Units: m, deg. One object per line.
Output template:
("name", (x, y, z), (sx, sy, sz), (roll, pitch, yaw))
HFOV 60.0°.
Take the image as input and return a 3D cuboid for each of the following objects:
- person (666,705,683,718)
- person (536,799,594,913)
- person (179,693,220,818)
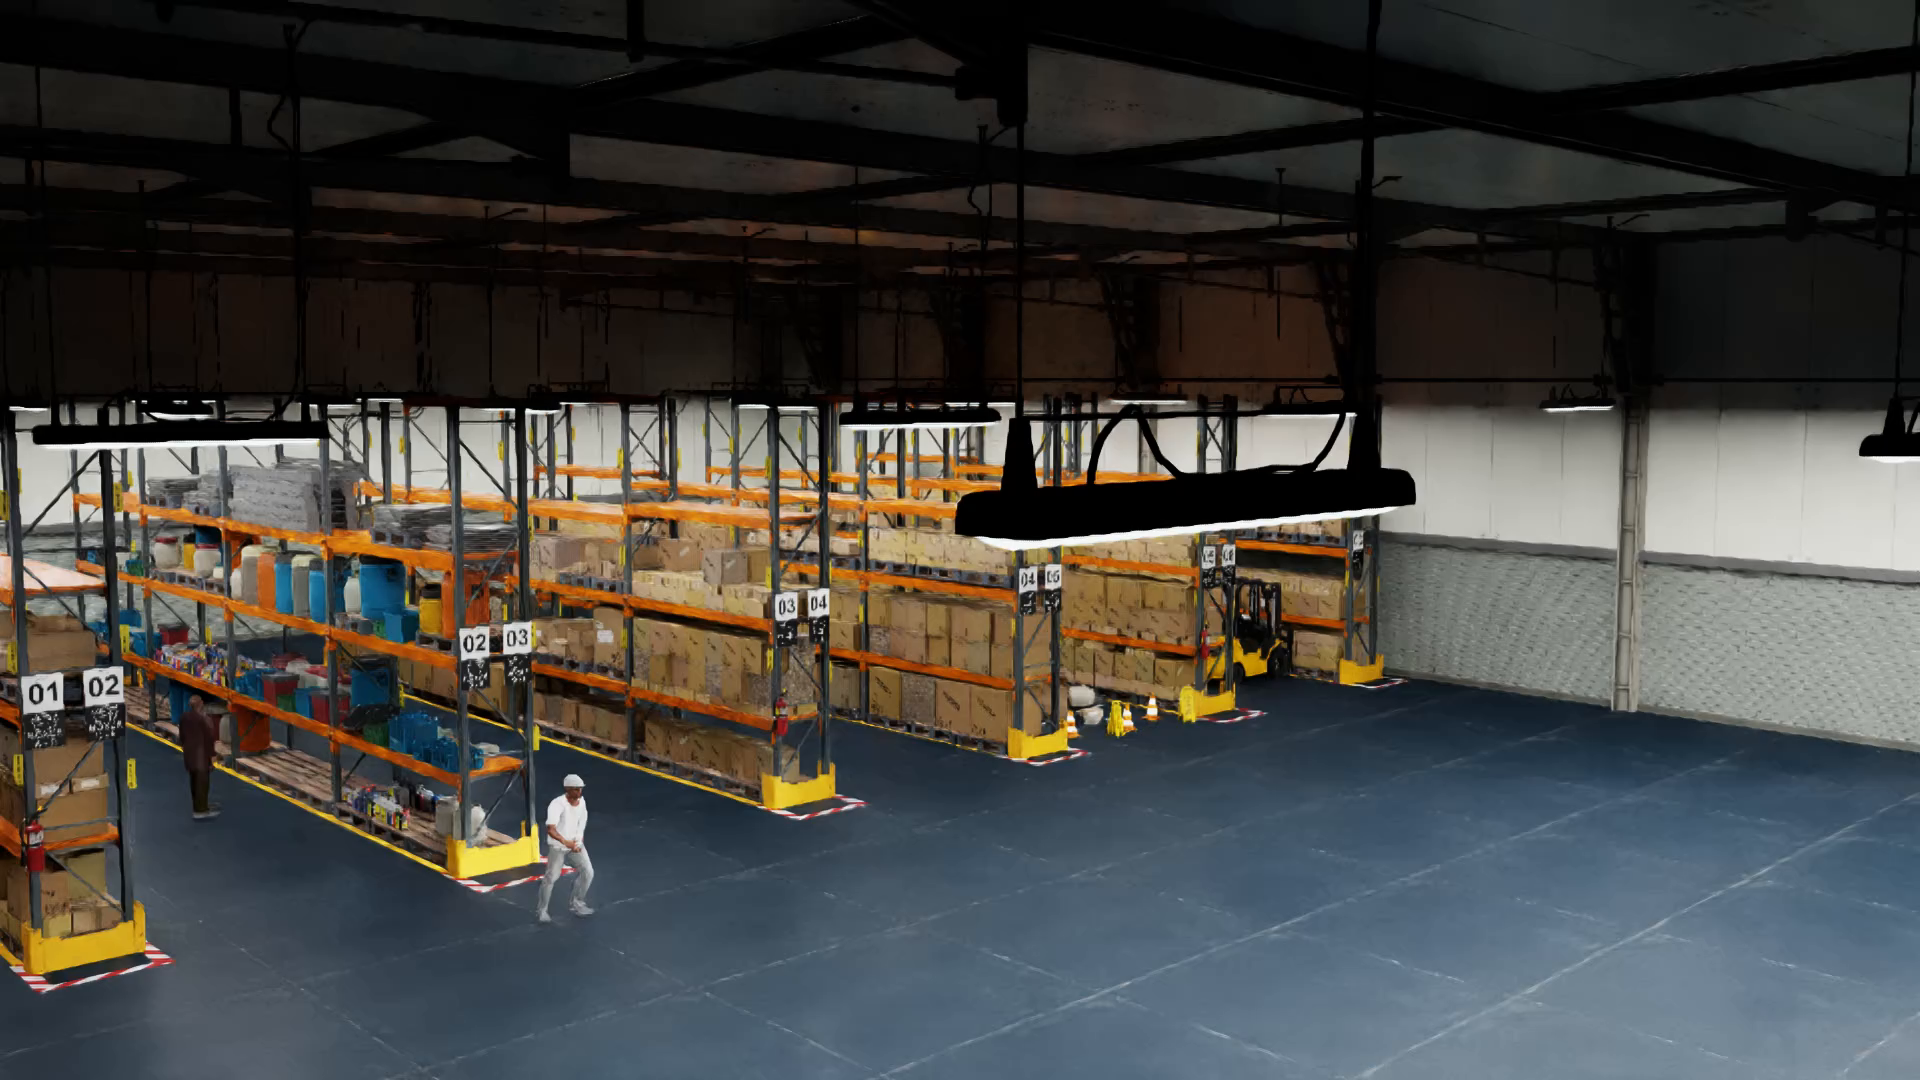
("person", (-5.269, 2.578, 30.793), (0.749, 1.429, 0.446), (5, 7, 42))
("person", (-4.645, 3.684, 19.612), (0.505, 1.390, 0.671), (4, 7, 35))
("person", (-11.007, 3.099, 24.161), (0.673, 1.783, 0.596), (2, 6, 22))
